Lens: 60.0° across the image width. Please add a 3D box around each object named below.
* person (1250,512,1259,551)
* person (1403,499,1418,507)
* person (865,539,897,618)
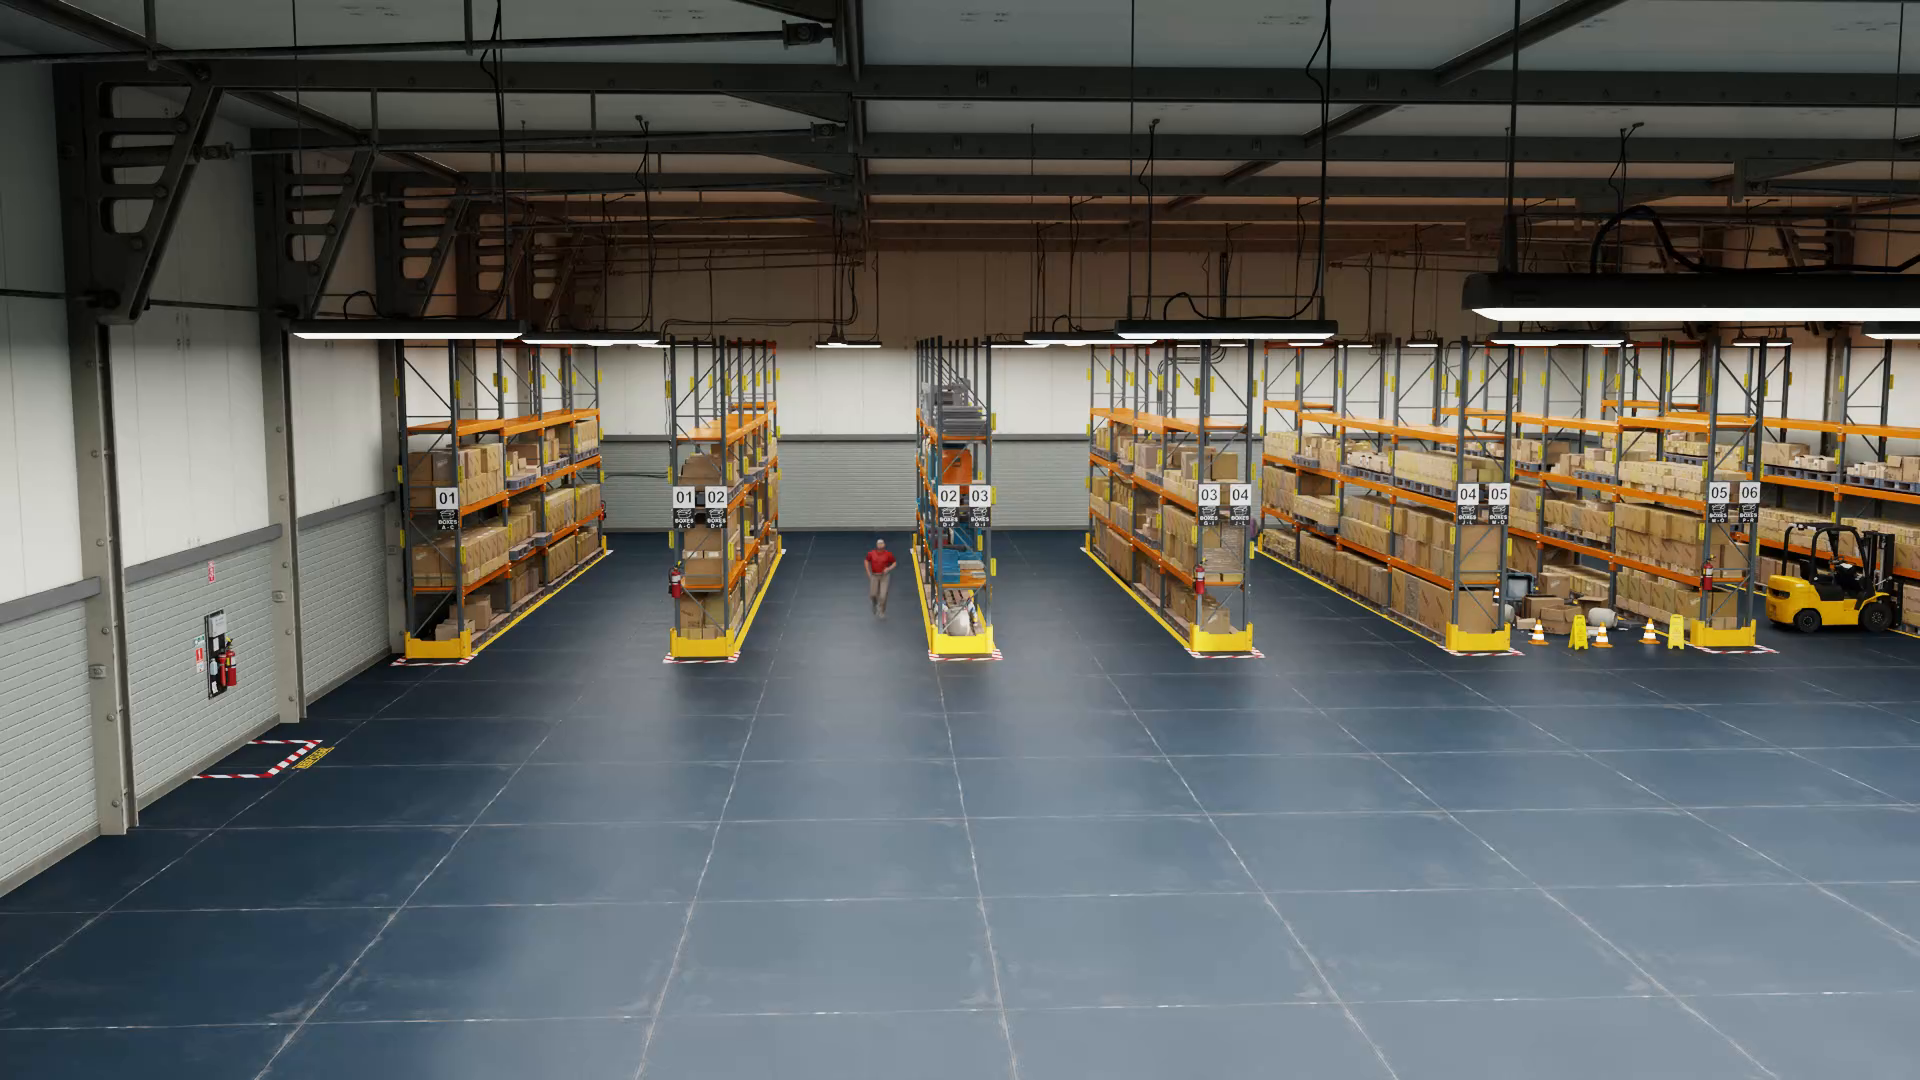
[{"bbox_3d":[7.675,-0.065,44.245,0.542,1.565,0.494,0,6,2],"label":"person"},{"bbox_3d":[13.328,-0.687,49.453,0.645,1.665,0.608,1,7,9],"label":"person"},{"bbox_3d":[-1.709,0.831,35.603,0.710,1.697,0.563,0,7,4],"label":"person"}]
